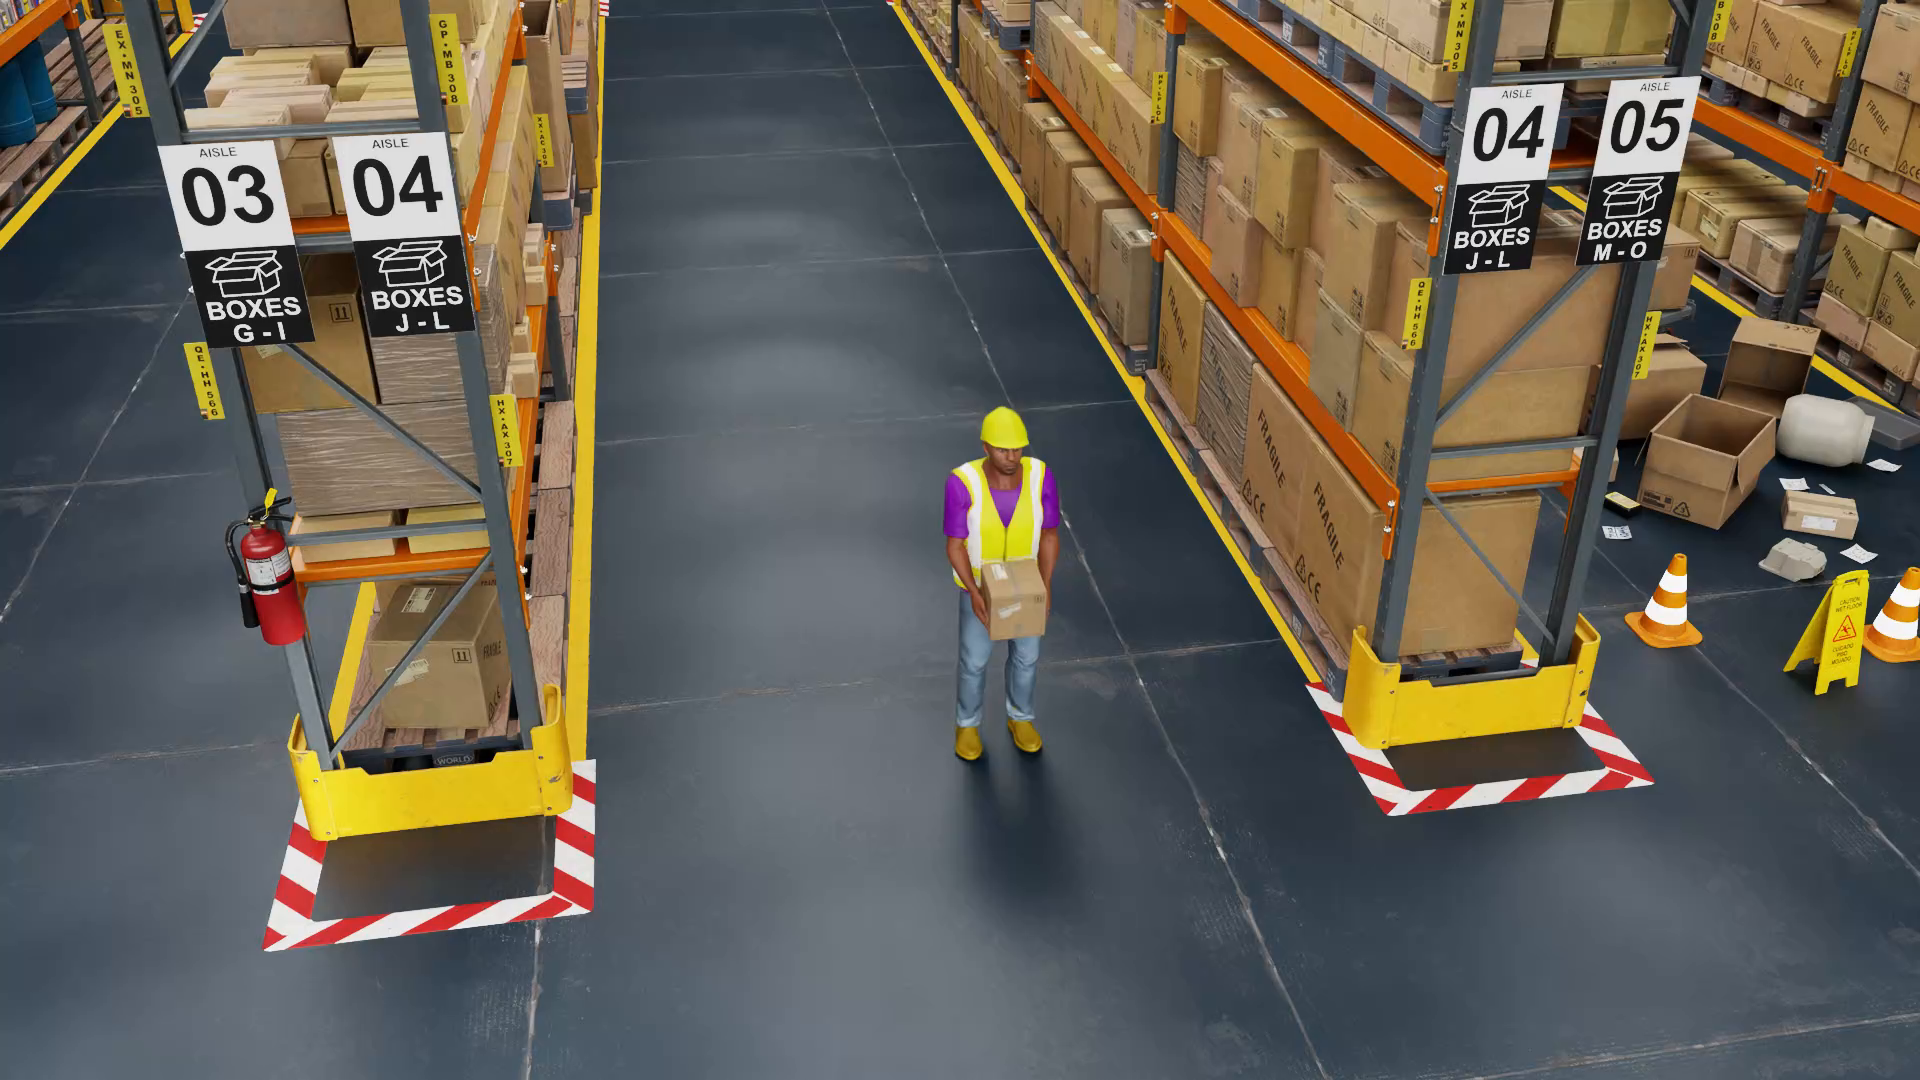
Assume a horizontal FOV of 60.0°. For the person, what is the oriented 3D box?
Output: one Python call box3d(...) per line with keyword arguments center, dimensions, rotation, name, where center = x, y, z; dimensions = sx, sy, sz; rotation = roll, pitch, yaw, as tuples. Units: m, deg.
box3d(center=(0.205, 0.237, 7.710), dimensions=(0.553, 1.769, 0.532), rotation=(-6, 31, -9), name="person")
